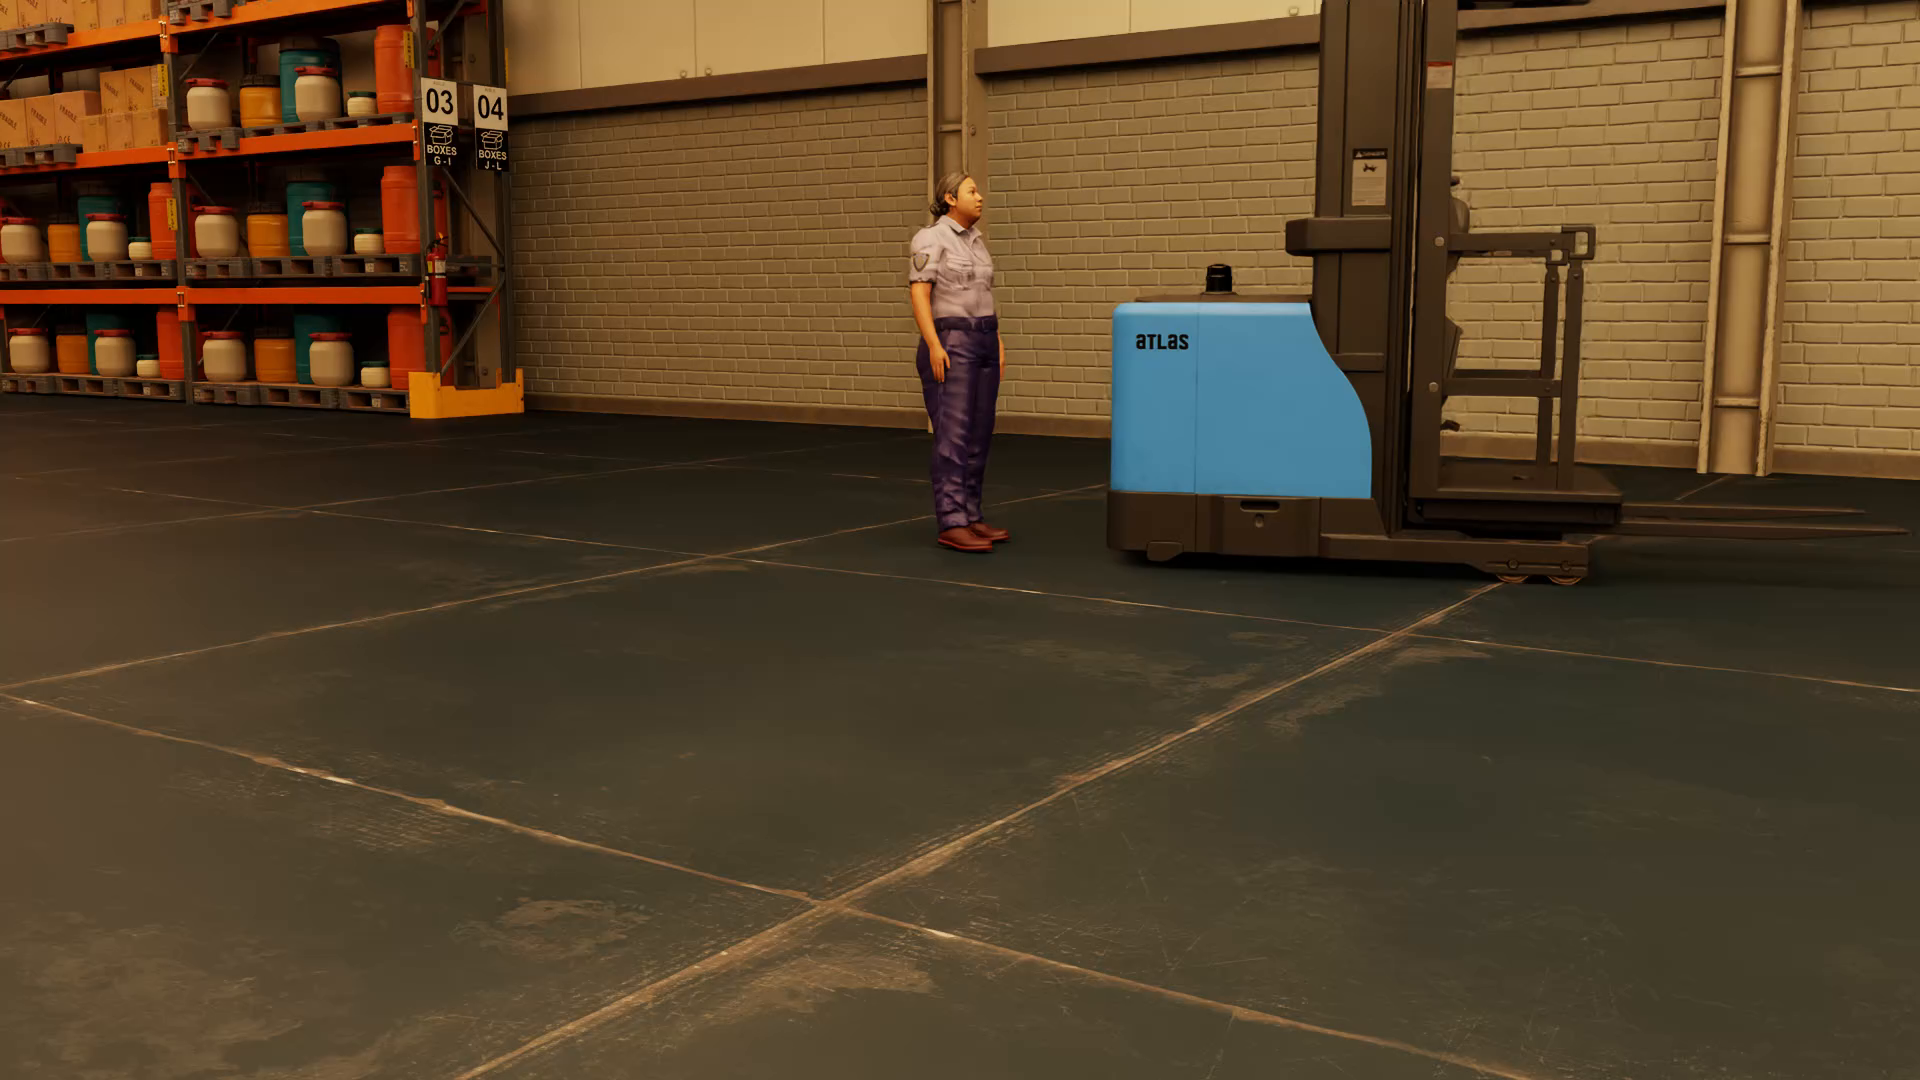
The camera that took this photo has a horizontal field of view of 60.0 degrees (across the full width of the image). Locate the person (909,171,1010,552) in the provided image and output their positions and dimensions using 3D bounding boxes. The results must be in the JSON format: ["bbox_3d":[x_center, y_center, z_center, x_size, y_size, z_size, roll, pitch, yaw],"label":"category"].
[{"bbox_3d":[0.066,-0.809,7.417,0.499,1.653,0.598,5,10,34],"label":"person"}]

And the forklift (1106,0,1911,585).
[{"bbox_3d":[2.183,-1.359,6.752,3.031,2.935,1.130,2,8,14],"label":"forklift"}]
